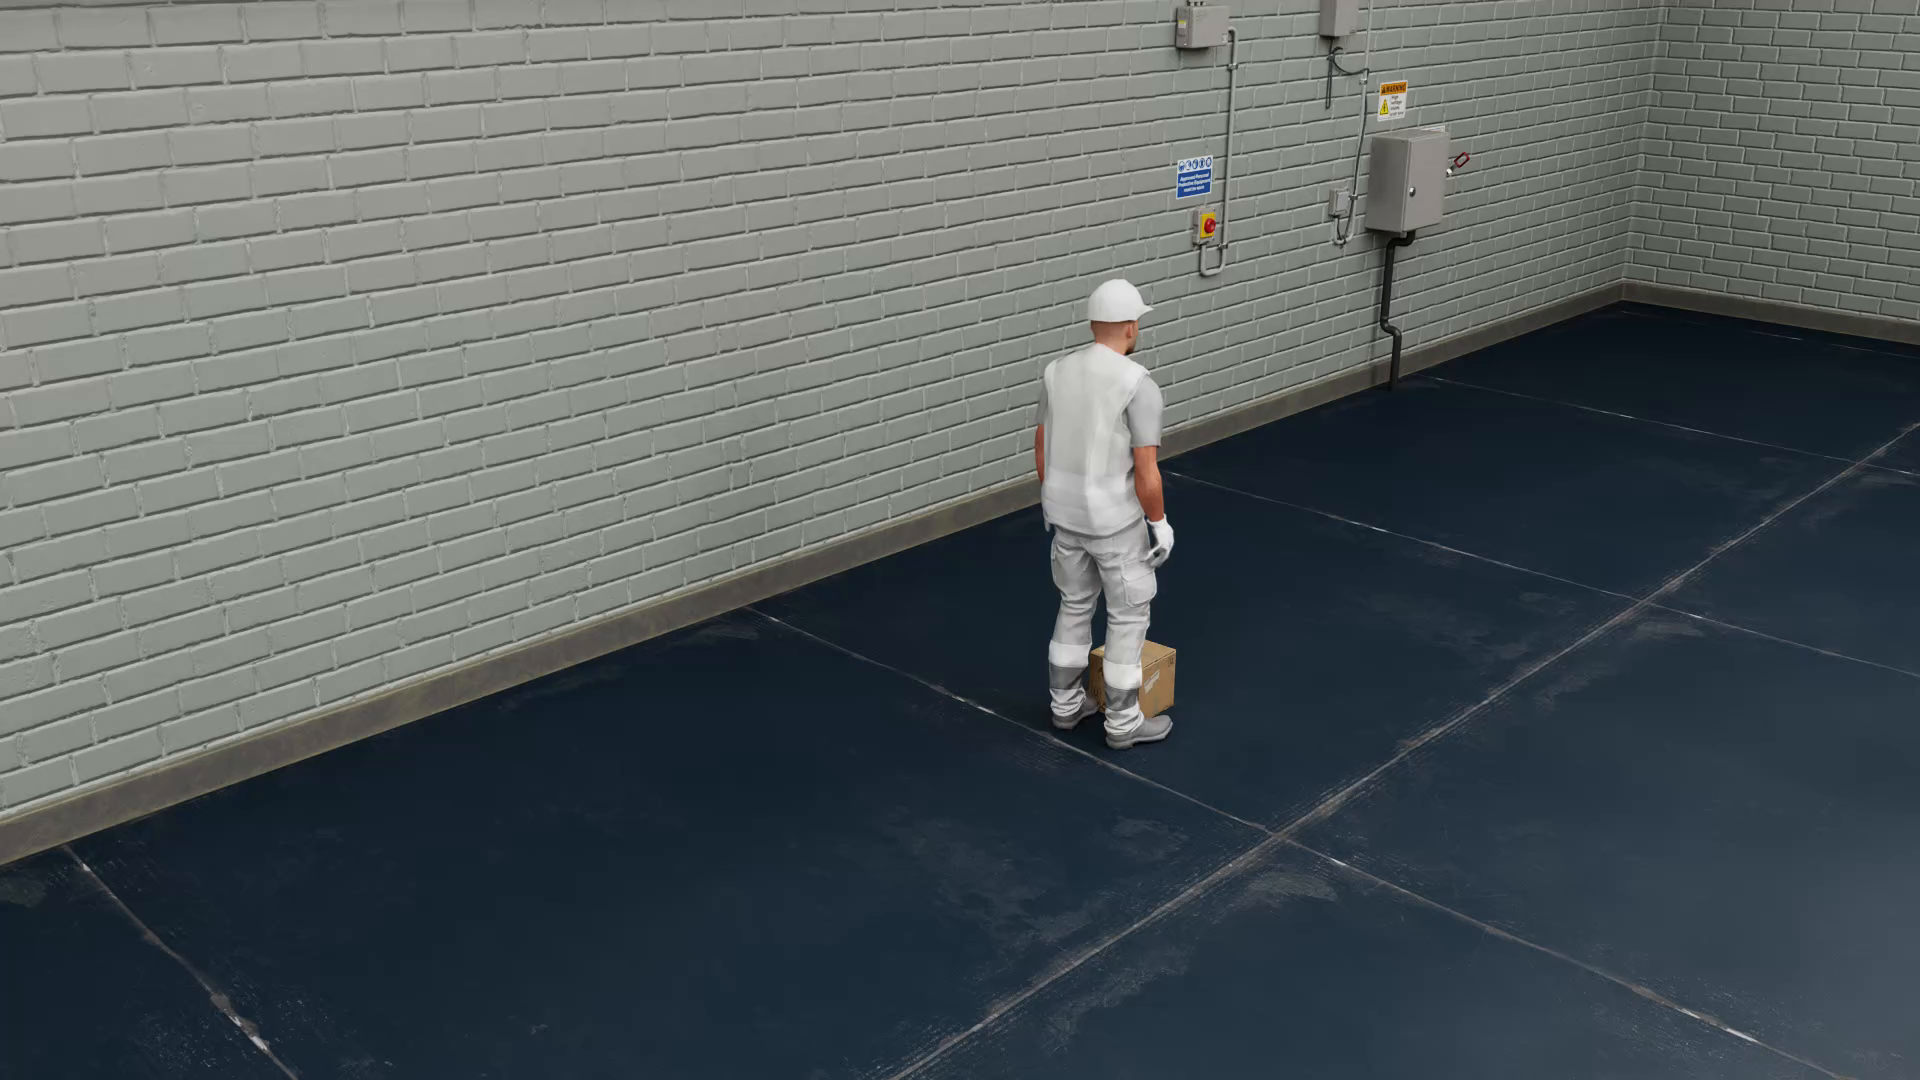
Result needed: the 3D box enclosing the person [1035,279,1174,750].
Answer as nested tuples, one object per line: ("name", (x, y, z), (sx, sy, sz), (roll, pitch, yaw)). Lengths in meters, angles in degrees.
("person", (0.547, -0.091, 6.301), (0.603, 1.778, 0.451), (18, 27, 40))
